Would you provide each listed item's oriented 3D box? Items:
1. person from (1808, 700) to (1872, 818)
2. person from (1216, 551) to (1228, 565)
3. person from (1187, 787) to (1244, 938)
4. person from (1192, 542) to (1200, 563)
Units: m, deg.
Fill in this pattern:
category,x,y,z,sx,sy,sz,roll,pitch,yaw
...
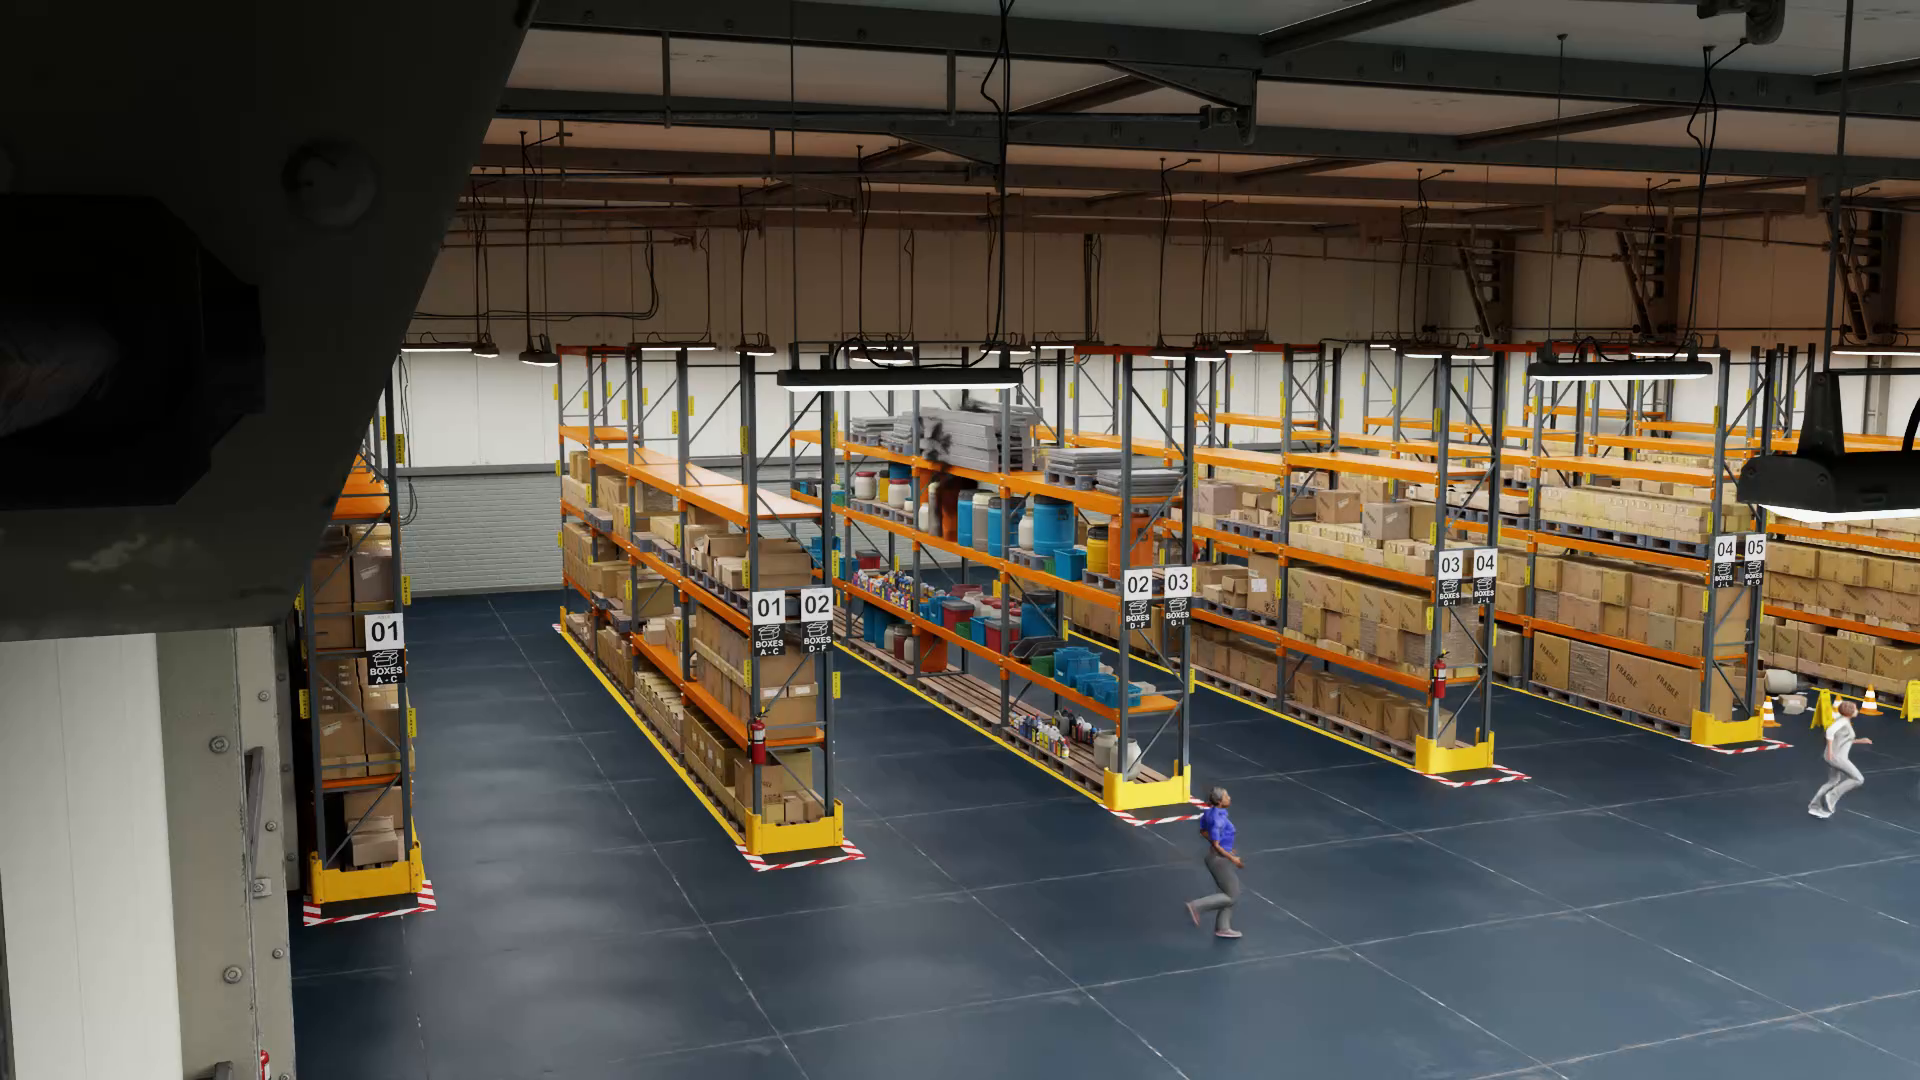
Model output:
category,x,y,z,sx,sy,sz,roll,pitch,yaw
person,11.354,2.836,21.430,0.703,1.546,0.567,3,8,19
person,6.517,0.187,41.515,0.684,1.717,0.713,3,8,22
person,2.644,3.361,17.289,0.611,1.605,0.575,-1,7,-6
person,5.148,0.680,37.908,0.668,1.759,0.834,-2,8,-16
